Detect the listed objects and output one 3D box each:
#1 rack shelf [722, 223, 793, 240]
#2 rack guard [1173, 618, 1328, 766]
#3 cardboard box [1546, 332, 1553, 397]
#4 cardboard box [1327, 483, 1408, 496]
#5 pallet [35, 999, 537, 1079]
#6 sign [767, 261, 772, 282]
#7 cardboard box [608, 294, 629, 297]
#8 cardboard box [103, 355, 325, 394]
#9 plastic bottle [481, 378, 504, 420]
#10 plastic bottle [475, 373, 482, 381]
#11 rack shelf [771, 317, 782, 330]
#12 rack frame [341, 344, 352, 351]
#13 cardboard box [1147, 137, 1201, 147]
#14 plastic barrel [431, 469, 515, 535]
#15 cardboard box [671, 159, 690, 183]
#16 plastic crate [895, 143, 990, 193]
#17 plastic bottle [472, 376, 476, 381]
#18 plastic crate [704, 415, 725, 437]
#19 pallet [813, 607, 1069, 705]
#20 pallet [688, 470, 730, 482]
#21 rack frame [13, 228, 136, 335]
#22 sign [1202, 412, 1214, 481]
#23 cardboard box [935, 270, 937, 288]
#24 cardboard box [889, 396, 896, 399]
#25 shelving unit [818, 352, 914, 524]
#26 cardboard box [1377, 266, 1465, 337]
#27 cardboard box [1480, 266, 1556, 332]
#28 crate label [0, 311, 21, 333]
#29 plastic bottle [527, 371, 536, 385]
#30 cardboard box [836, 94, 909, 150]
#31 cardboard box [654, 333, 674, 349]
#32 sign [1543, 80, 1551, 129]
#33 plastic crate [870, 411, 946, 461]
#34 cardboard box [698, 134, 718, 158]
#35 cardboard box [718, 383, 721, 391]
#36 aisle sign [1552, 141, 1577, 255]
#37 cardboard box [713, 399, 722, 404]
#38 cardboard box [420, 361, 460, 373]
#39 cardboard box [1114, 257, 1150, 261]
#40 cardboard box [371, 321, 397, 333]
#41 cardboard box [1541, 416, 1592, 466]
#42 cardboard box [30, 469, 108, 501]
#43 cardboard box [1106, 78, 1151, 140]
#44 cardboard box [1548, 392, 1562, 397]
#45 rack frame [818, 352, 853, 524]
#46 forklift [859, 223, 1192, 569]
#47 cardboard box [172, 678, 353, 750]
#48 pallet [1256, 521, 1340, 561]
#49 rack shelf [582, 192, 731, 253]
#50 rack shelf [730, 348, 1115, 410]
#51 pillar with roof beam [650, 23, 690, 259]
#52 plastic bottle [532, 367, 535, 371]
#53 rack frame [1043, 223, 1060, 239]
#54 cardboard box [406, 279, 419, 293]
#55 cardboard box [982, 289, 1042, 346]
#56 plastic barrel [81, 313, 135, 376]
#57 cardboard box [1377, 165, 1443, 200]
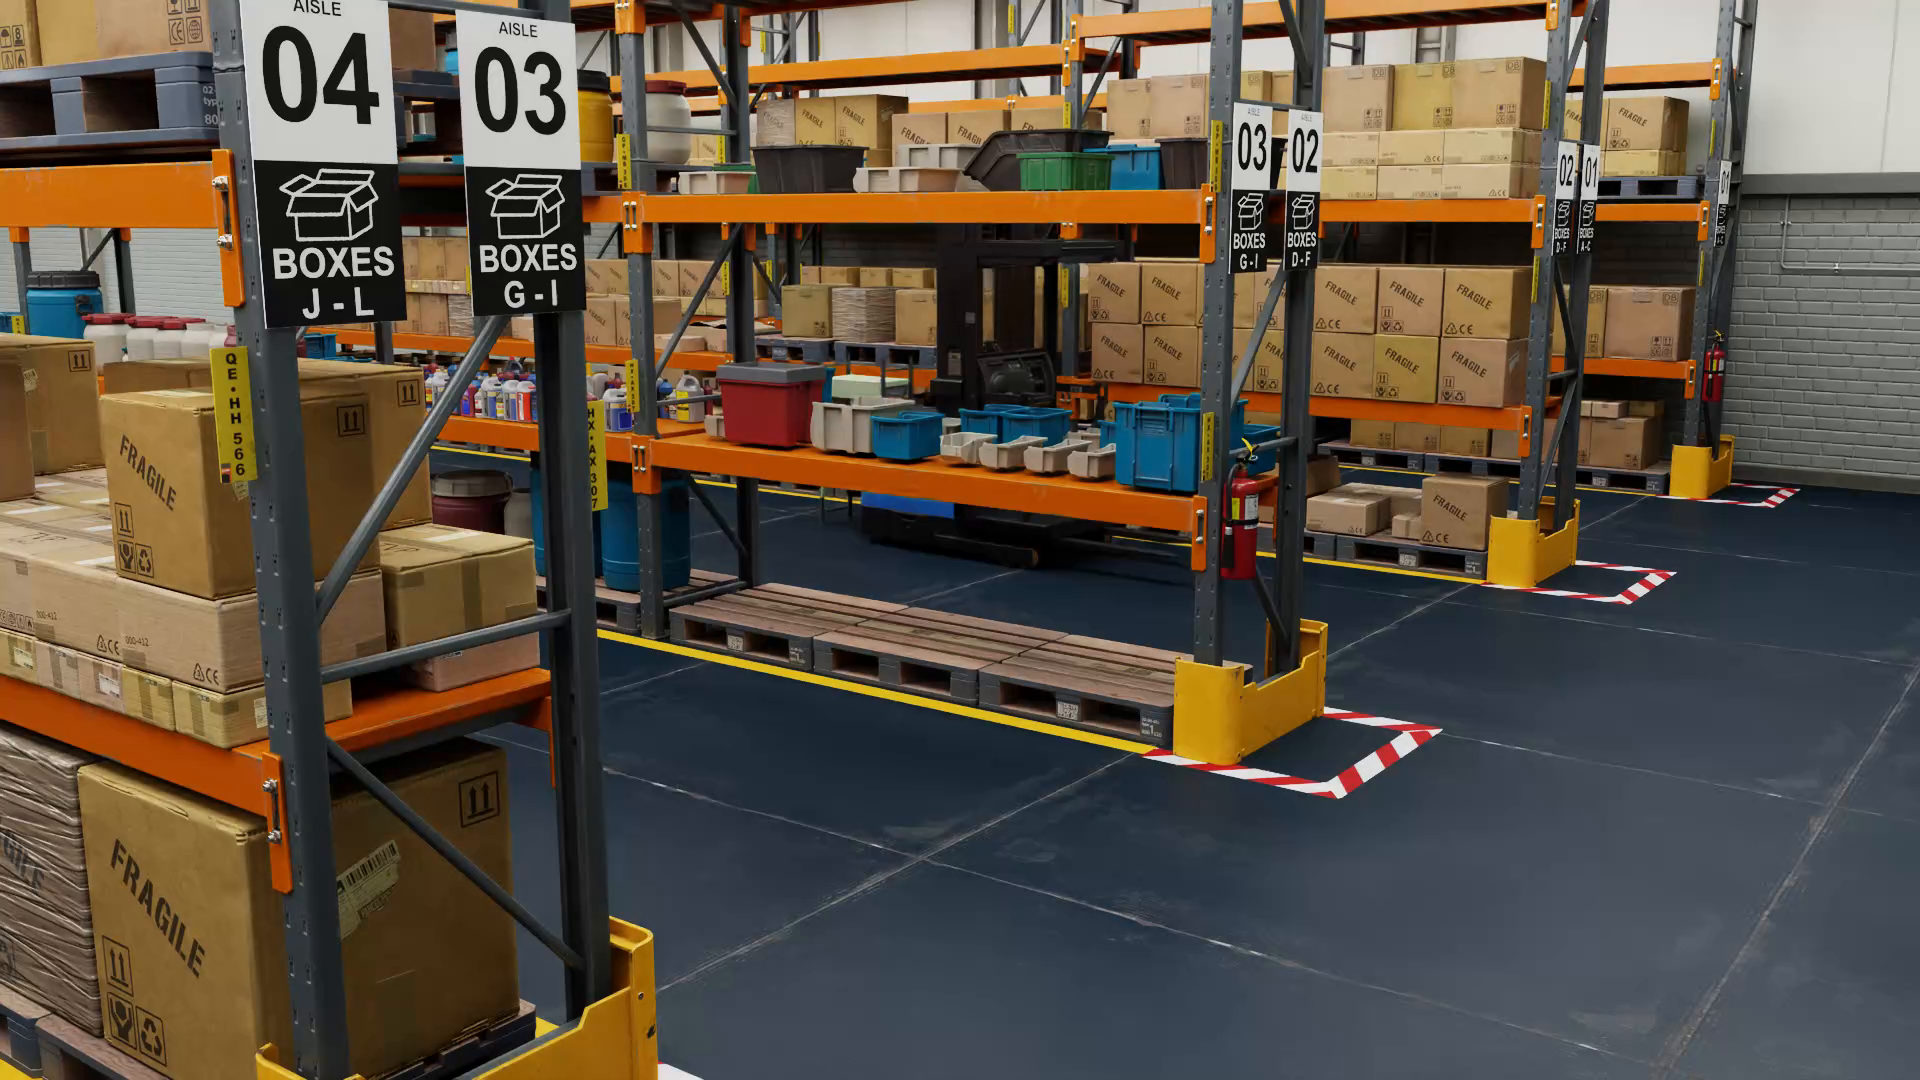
[{"bbox_3d":[-3.614,-3.459,18.009,4.000,0.370,1.077,8,13,36],"label":"rack shelf"},{"bbox_3d":[1.538,0.771,8.731,0.348,0.500,1.175,8,13,36],"label":"rack guard"},{"bbox_3d":[4.244,-1.355,12.871,0.500,0.500,0.500,8,14,37],"label":"cardboard box"},{"bbox_3d":[3.369,-0.298,13.755,0.500,0.250,0.500,8,13,36],"label":"cardboard box"},{"bbox_3d":[-2.112,1.592,5.245,1.213,0.211,1.003,8,13,36],"label":"pallet"},{"bbox_3d":[-2.612,-3.664,22.794,0.005,0.325,0.100,8,13,36],"label":"sign"},{"bbox_3d":[-4.889,-3.549,24.822,0.500,0.250,0.500,7,13,34],"label":"cardboard box"},{"bbox_3d":[-2.472,-0.349,5.572,0.500,0.500,0.500,7,13,34],"label":"cardboard box"},{"bbox_3d":[-3.219,-0.980,11.525,0.135,0.276,0.152,8,13,36],"label":"plastic bottle"},{"bbox_3d":[-3.698,-1.183,12.769,0.097,0.201,0.097,0,11,0],"label":"plastic bottle"},{"bbox_3d":[-0.685,-2.745,22.216,4.000,0.370,1.077,8,13,36],"label":"rack shelf"},{"bbox_3d":[-8.450,-3.014,21.713,0.127,3.000,1.000,8,13,36],"label":"rack frame"},{"bbox_3d":[1.871,-3.161,13.653,0.500,0.250,0.500,8,13,36],"label":"cardboard box"},{"bbox_3d":[-3.623,-0.200,12.408,0.708,0.588,0.600,8,13,36],"label":"plastic barrel"},{"bbox_3d":[-2.835,-3.819,17.262,0.500,0.250,0.500,8,14,37],"label":"cardboard box"},{"bbox_3d":[-0.093,-2.168,9.755,0.530,0.282,0.437,8,13,36],"label":"plastic crate"},{"bbox_3d":[-3.554,-1.098,11.940,0.185,0.351,0.144,8,13,36],"label":"plastic bottle"},{"bbox_3d":[-1.423,-0.733,10.457,0.243,0.136,0.396,8,13,36],"label":"plastic crate"},{"bbox_3d":[-0.110,0.676,9.981,1.213,0.211,1.003,8,13,36],"label":"pallet"},{"bbox_3d":[-2.643,-0.844,17.838,1.213,0.211,1.003,8,13,36],"label":"pallet"},{"bbox_3d":[-8.161,-1.807,15.470,0.127,3.000,1.000,8,13,36],"label":"rack frame"},{"bbox_3d":[1.198,-0.452,8.037,0.005,0.325,0.100,8,13,36],"label":"sign"},{"bbox_3d":[0.075,-3.249,21.503,0.500,0.500,0.700,6,13,30],"label":"cardboard box"},{"bbox_3d":[-0.861,-2.118,22.502,0.500,0.500,0.700,8,14,36],"label":"cardboard box"},{"bbox_3d":[-0.821,-0.864,14.549,0.755,1.500,0.431,9,14,38],"label":"shelving unit"},{"bbox_3d":[3.516,-1.820,12.644,0.500,0.500,0.500,8,14,37],"label":"cardboard box"},{"bbox_3d":[4.244,-1.846,12.776,0.500,0.500,0.500,8,14,37],"label":"cardboard box"},{"bbox_3d":[-9.742,-2.108,16.936,0.616,0.435,0.502,8,13,36],"label":"crate label"},{"bbox_3d":[-3.114,-1.102,12.165,0.097,0.271,0.097,0,11,0],"label":"plastic bottle"},{"bbox_3d":[-0.832,-3.963,15.823,0.500,0.500,0.500,8,13,36],"label":"cardboard box"},{"bbox_3d":[-3.064,-2.126,17.784,0.250,0.149,0.380,9,14,40],"label":"cardboard box"},{"bbox_3d":[4.101,-3.040,11.618,0.005,0.325,0.100,8,13,36],"label":"sign"},{"bbox_3d":[-0.296,-0.596,9.498,0.300,0.233,0.416,8,13,36],"label":"plastic crate"},{"bbox_3d":[-3.312,-5.421,23.307,0.500,0.500,0.500,9,14,39],"label":"cardboard box"},{"bbox_3d":[-3.158,-2.423,24.077,0.500,0.500,0.500,7,13,31],"label":"cardboard box"},{"bbox_3d":[4.319,-2.437,11.885,0.004,0.787,0.394,8,13,36],"label":"aisle sign"},{"bbox_3d":[-2.679,-1.408,18.067,0.500,0.311,0.500,8,13,34],"label":"cardboard box"},{"bbox_3d":[-6.126,-1.865,19.934,0.500,0.500,0.500,8,13,36],"label":"cardboard box"},{"bbox_3d":[1.979,-3.240,19.808,0.500,0.250,0.500,8,14,36],"label":"cardboard box"},{"bbox_3d":[-6.832,-2.835,20.524,0.500,0.500,0.700,8,14,37],"label":"cardboard box"},{"bbox_3d":[6.348,-1.073,17.152,0.500,0.500,0.700,8,13,35],"label":"cardboard box"},{"bbox_3d":[-3.304,-0.097,6.244,0.500,0.250,0.500,8,14,37],"label":"cardboard box"},{"bbox_3d":[1.636,-3.629,14.097,0.500,0.500,0.700,8,13,36],"label":"cardboard box"},{"bbox_3d":[6.155,-1.465,17.473,0.250,0.149,0.380,8,14,36],"label":"cardboard box"},{"bbox_3d":[-1.106,-0.908,14.775,0.023,1.500,0.400,9,14,38],"label":"rack frame"},{"bbox_3d":[0.619,-1.328,13.176,3.031,2.935,1.130,9,14,38],"label":"forklift"},{"bbox_3d":[-1.903,0.435,4.548,0.250,0.149,0.380,8,14,37],"label":"cardboard box"},{"bbox_3d":[2.762,-0.081,13.895,1.213,0.211,1.003,8,13,36],"label":"pallet"},{"bbox_3d":[-3.325,-2.251,11.767,4.000,0.370,1.077,8,13,36],"label":"rack shelf"},{"bbox_3d":[-0.390,-1.537,15.970,4.000,0.370,1.077,8,13,36],"label":"rack shelf"},{"bbox_3d":[-6.993,-6.113,21.936,0.400,9.000,9.100,8,13,36],"label":"pillar with roof beam"},{"bbox_3d":[-3.077,-1.164,12.279,0.185,0.351,0.144,8,13,36],"label":"plastic bottle"},{"bbox_3d":[0.927,-2.874,20.986,0.127,3.000,1.000,8,13,36],"label":"rack frame"},{"bbox_3d":[-6.391,-3.044,19.898,0.250,0.149,0.380,8,13,35],"label":"cardboard box"},{"bbox_3d":[0.380,-2.075,15.491,0.700,0.500,0.500,-11,15,-44],"label":"cardboard box"},{"bbox_3d":[-7.520,-1.732,14.728,0.433,0.535,0.433,0,11,0],"label":"plastic barrel"},{"bbox_3d":[3.479,-2.690,12.533,0.500,0.250,0.500,8,13,36],"label":"cardboard box"}]
